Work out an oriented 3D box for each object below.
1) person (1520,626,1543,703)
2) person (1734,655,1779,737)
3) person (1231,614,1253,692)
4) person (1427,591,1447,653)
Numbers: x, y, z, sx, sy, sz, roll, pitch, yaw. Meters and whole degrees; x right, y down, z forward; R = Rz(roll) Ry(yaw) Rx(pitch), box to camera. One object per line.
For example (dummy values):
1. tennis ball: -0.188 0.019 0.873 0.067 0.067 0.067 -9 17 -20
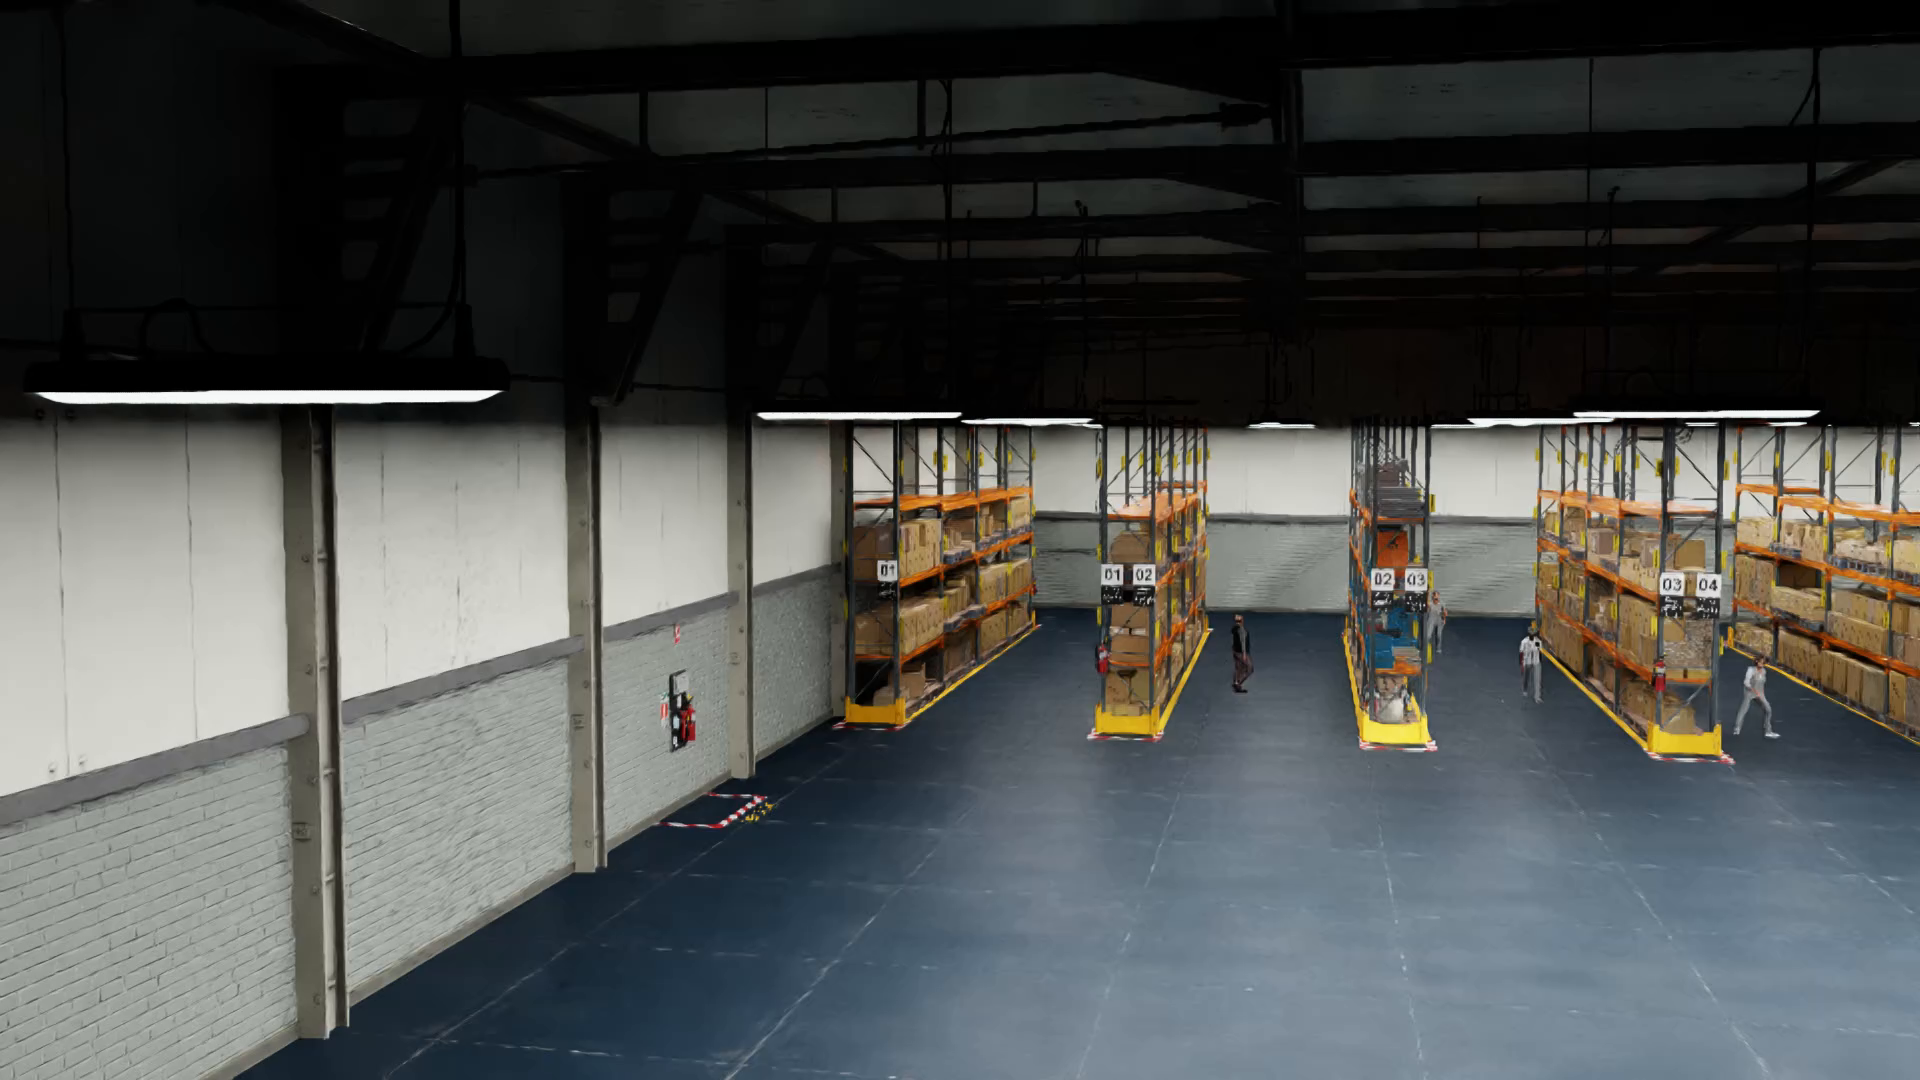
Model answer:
1. person: 11.993 2.584 34.950 0.447 1.589 1.088 1 4 14
2. person: 14.795 2.887 30.957 0.574 1.535 0.749 -1 4 -8
3. person: 6.081 2.457 36.106 0.447 1.719 0.574 -1 4 -15
4. person: 12.124 2.094 42.471 0.580 1.618 0.507 1 4 10
